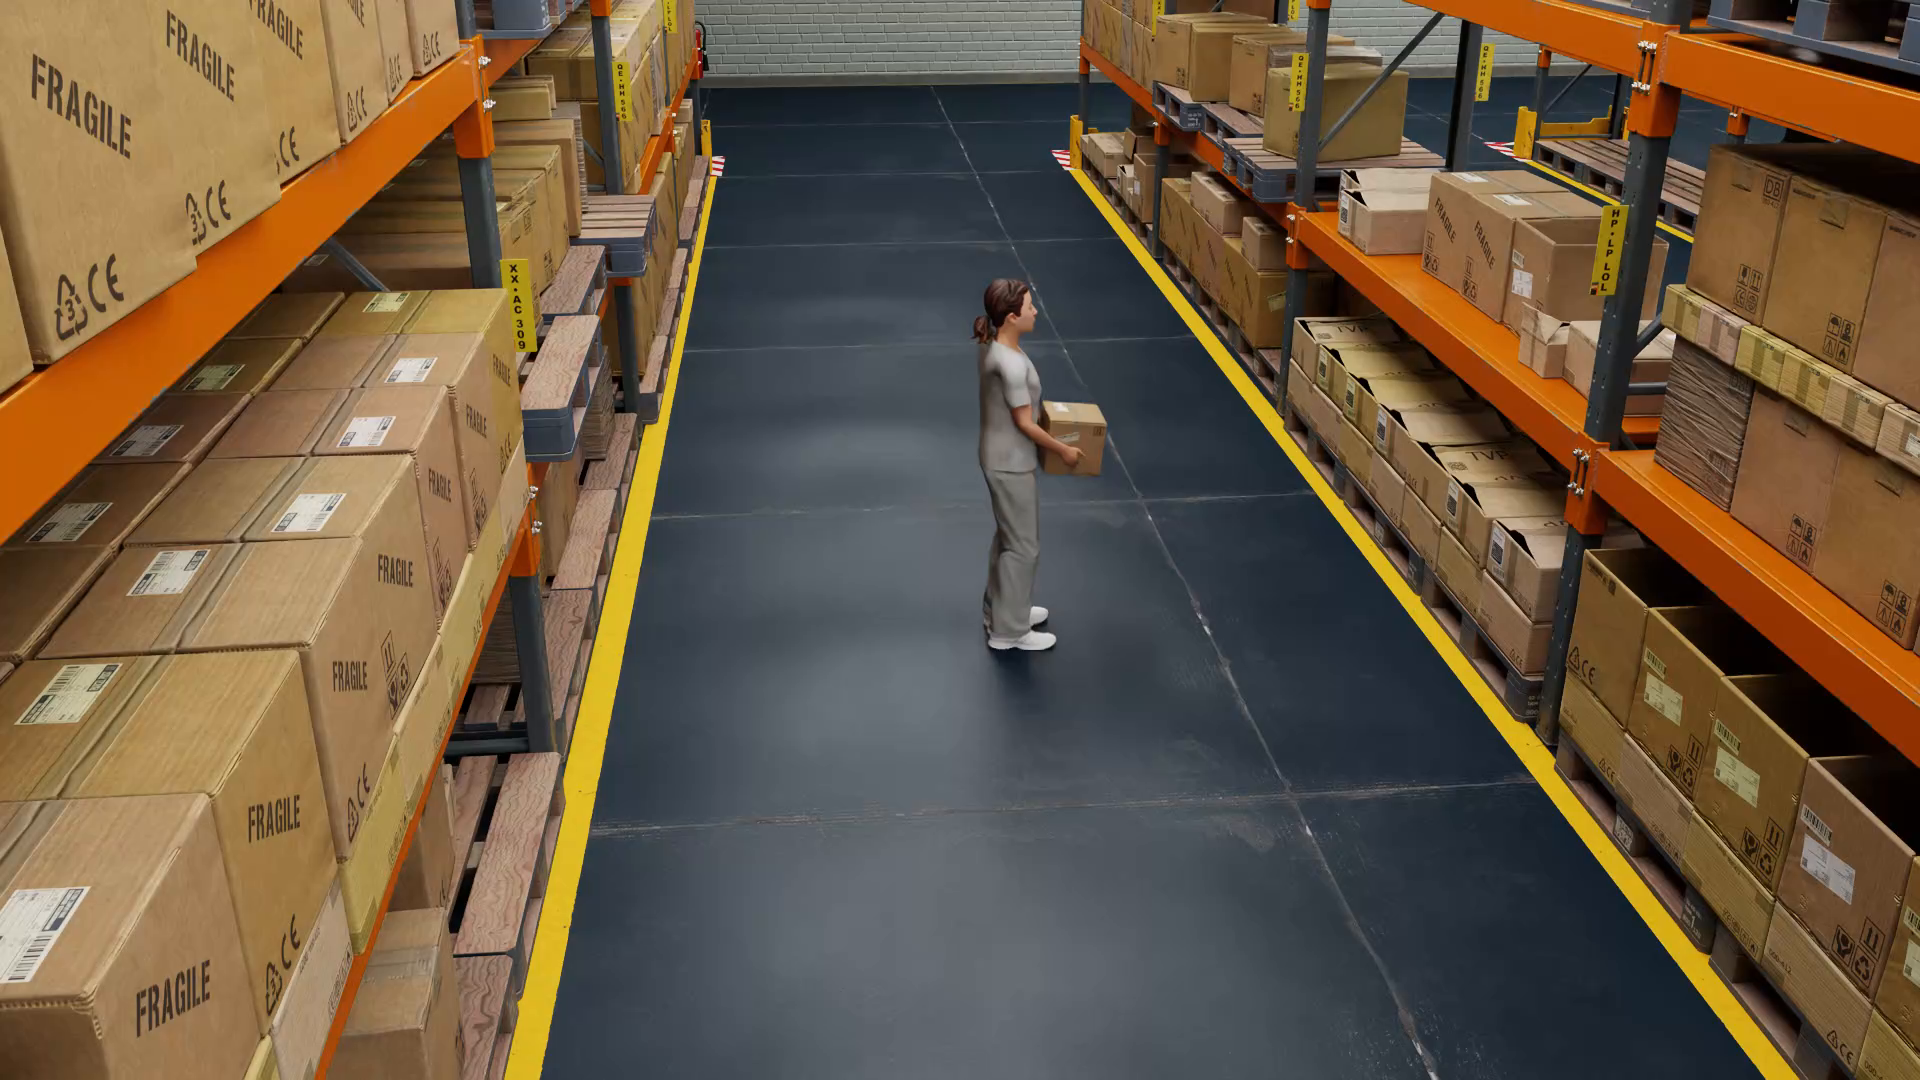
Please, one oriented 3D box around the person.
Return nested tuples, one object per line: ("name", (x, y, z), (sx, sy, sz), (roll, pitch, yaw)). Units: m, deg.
("person", (0.290, -0.339, 7.367), (0.503, 1.674, 0.461), (-2, 24, -6))
